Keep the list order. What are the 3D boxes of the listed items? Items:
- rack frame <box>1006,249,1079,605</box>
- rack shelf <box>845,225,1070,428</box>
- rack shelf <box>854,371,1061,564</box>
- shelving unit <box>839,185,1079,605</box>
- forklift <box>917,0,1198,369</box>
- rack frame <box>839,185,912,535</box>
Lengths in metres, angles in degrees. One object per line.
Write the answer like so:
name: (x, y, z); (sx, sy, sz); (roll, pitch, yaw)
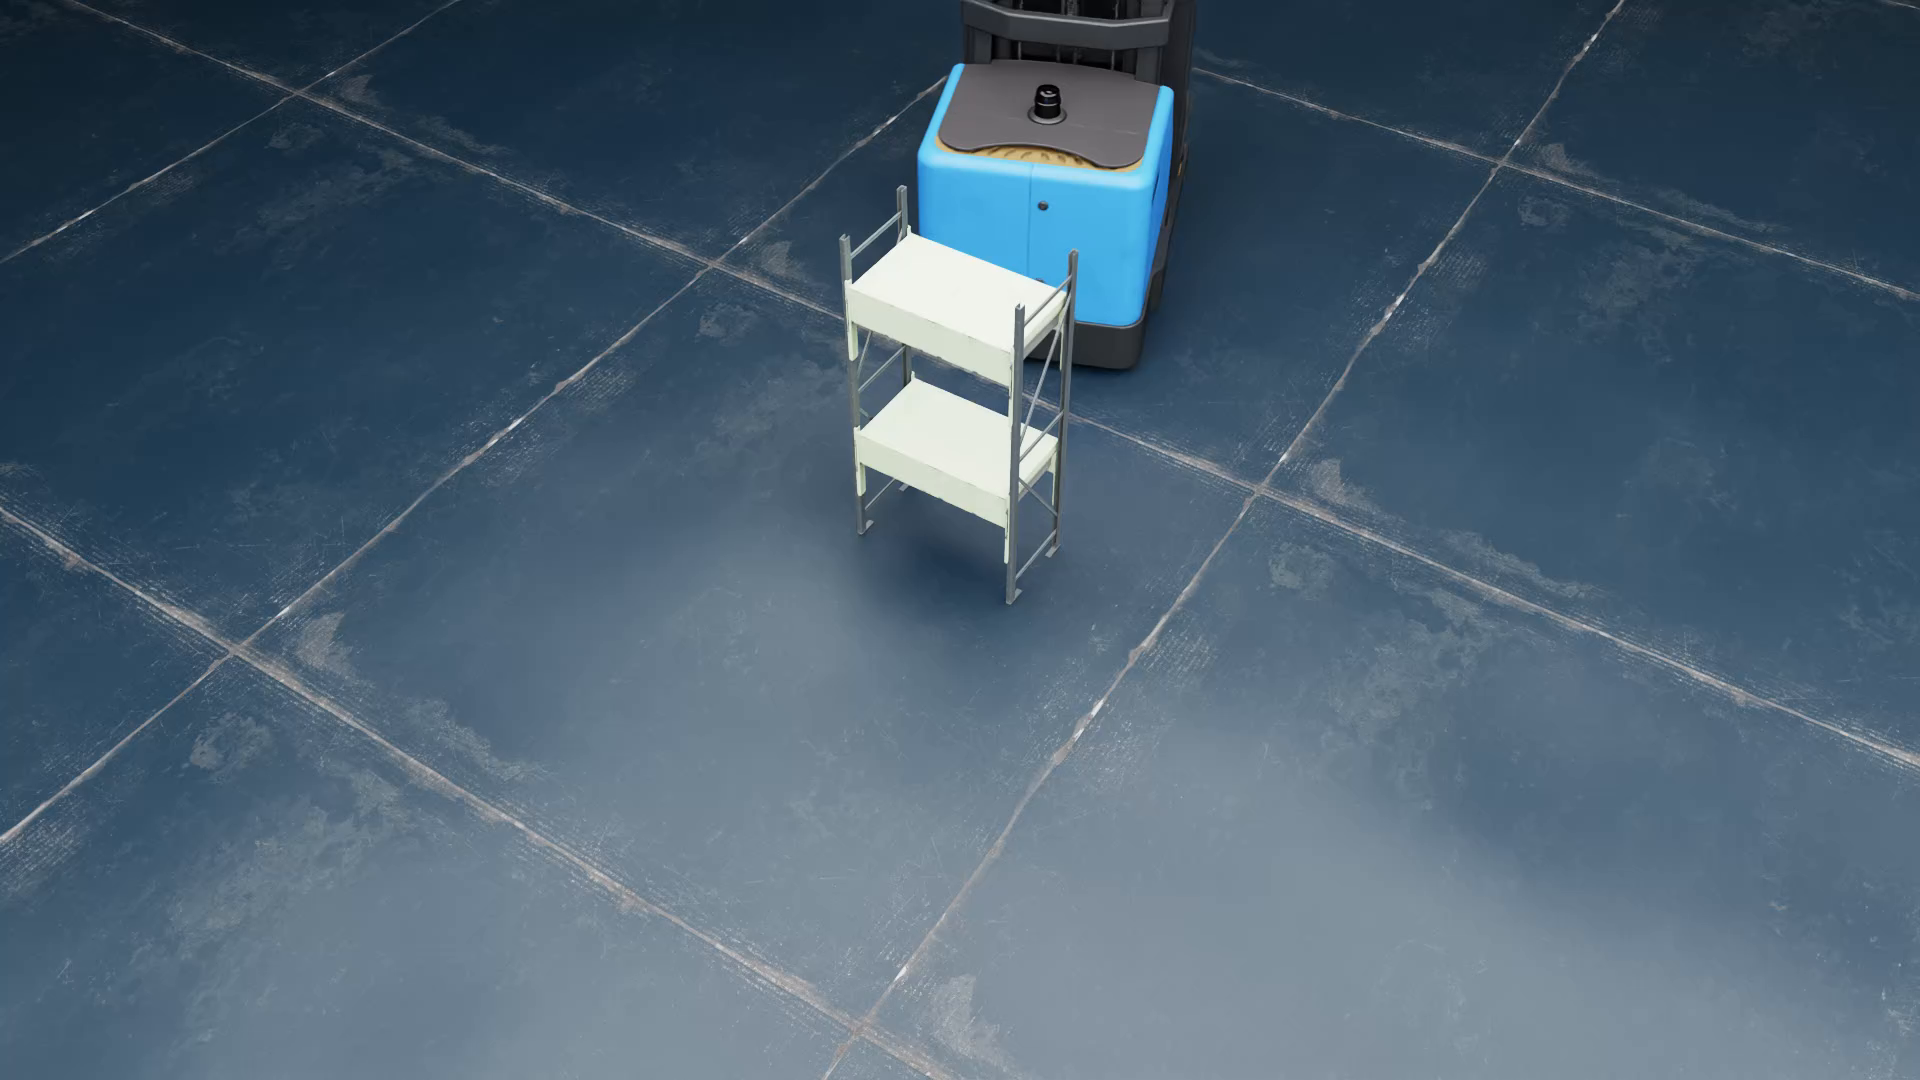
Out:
rack frame: (0.302, -0.384, 6.299); (0.023, 1.500, 0.400); (25, 51, 22)
rack shelf: (-0.006, -0.797, 6.157); (0.720, 0.370, 0.431); (25, 51, 22)
rack shelf: (-0.006, -0.298, 6.670); (0.720, 0.370, 0.431); (25, 51, 22)
shelving unit: (-0.006, -0.525, 6.436); (0.755, 1.500, 0.431); (25, 51, 22)
forklift: (0.611, -2.881, 7.728); (1.130, 2.935, 3.031); (9, 46, 8)
rack frame: (-0.314, -0.667, 6.574); (0.023, 1.500, 0.400); (25, 51, 22)
